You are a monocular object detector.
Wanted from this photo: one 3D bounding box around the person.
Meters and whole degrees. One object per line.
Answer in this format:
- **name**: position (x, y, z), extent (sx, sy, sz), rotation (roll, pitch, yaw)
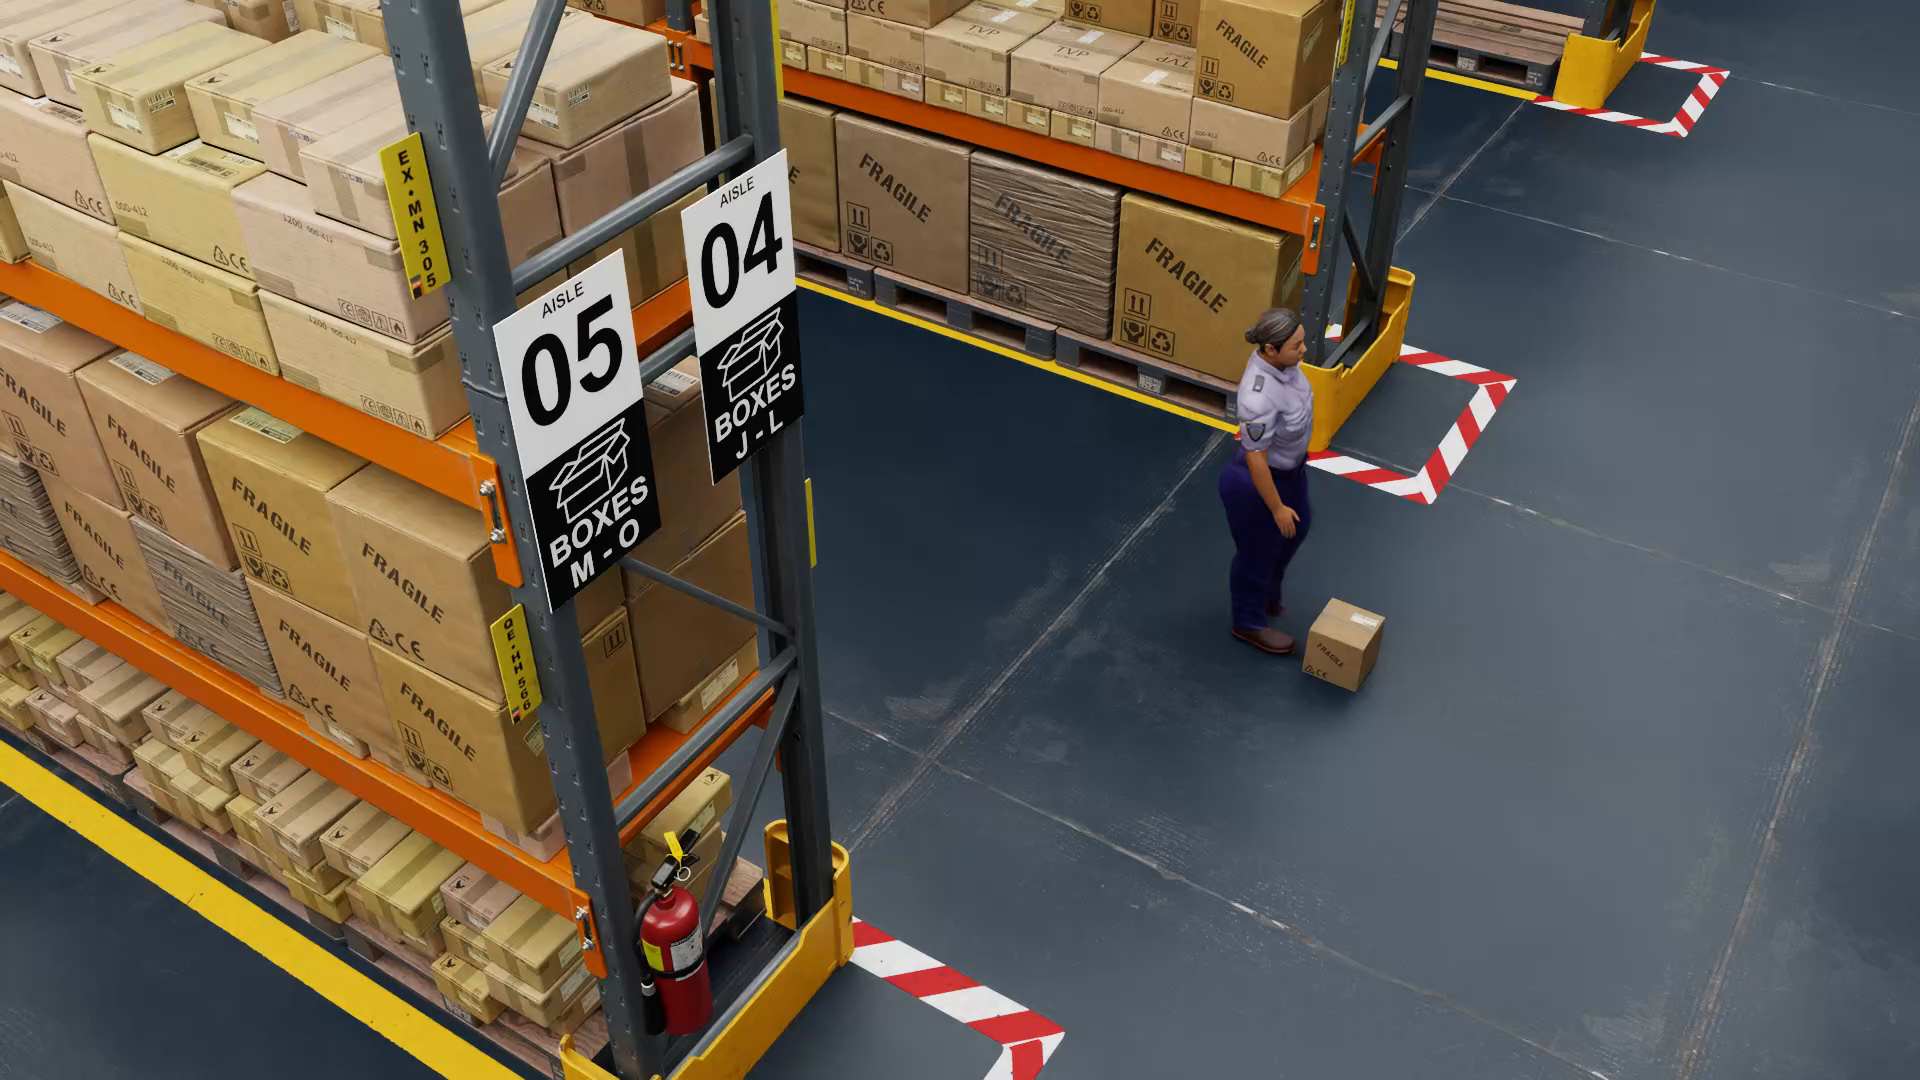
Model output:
- **person**: position (1.329, -0.218, 6.991), extent (0.451, 1.718, 0.526), rotation (16, 42, 20)
